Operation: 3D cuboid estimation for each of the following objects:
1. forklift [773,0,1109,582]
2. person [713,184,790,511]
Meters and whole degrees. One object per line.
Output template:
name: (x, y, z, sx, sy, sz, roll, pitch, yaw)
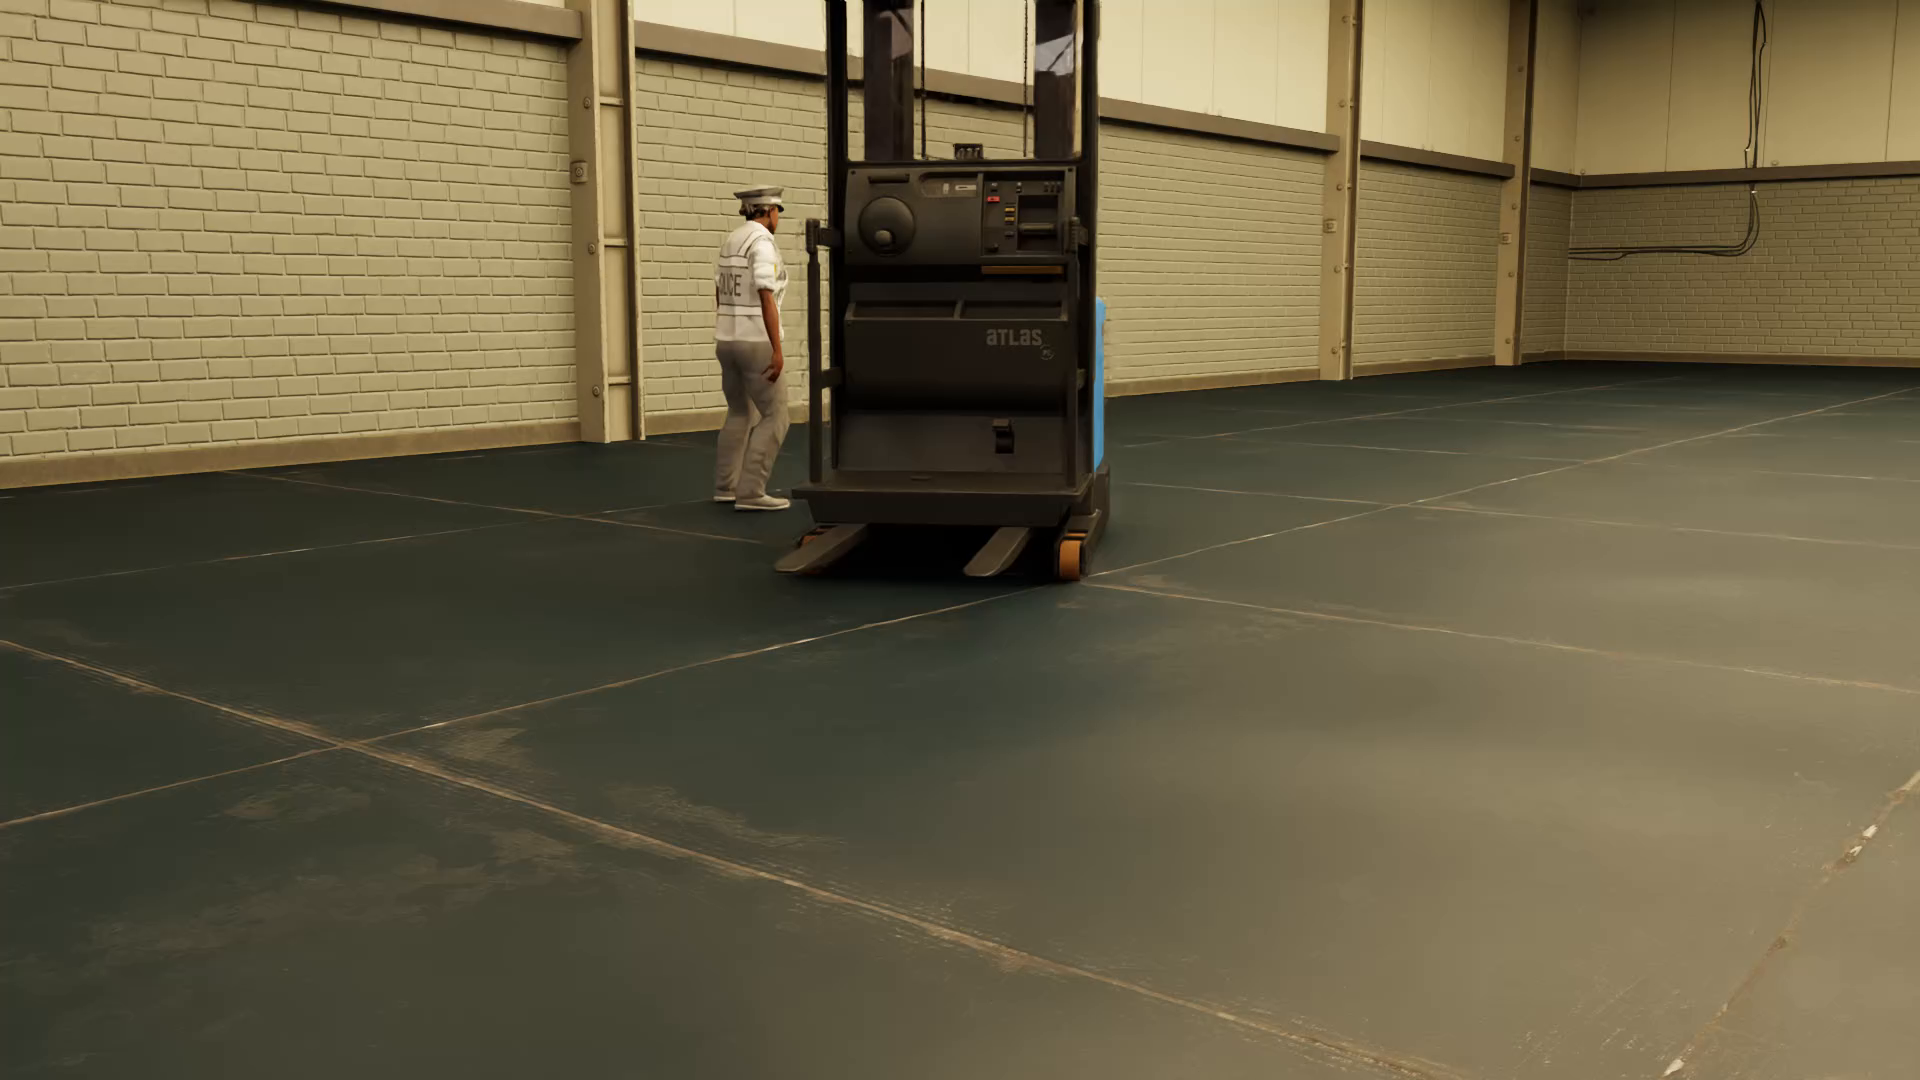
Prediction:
forklift: (-0.030, -1.343, 6.463, 1.130, 2.935, 3.031, 1, 8, 8)
person: (-1.064, -0.975, 8.443, 0.375, 1.636, 0.734, -6, 10, -36)
